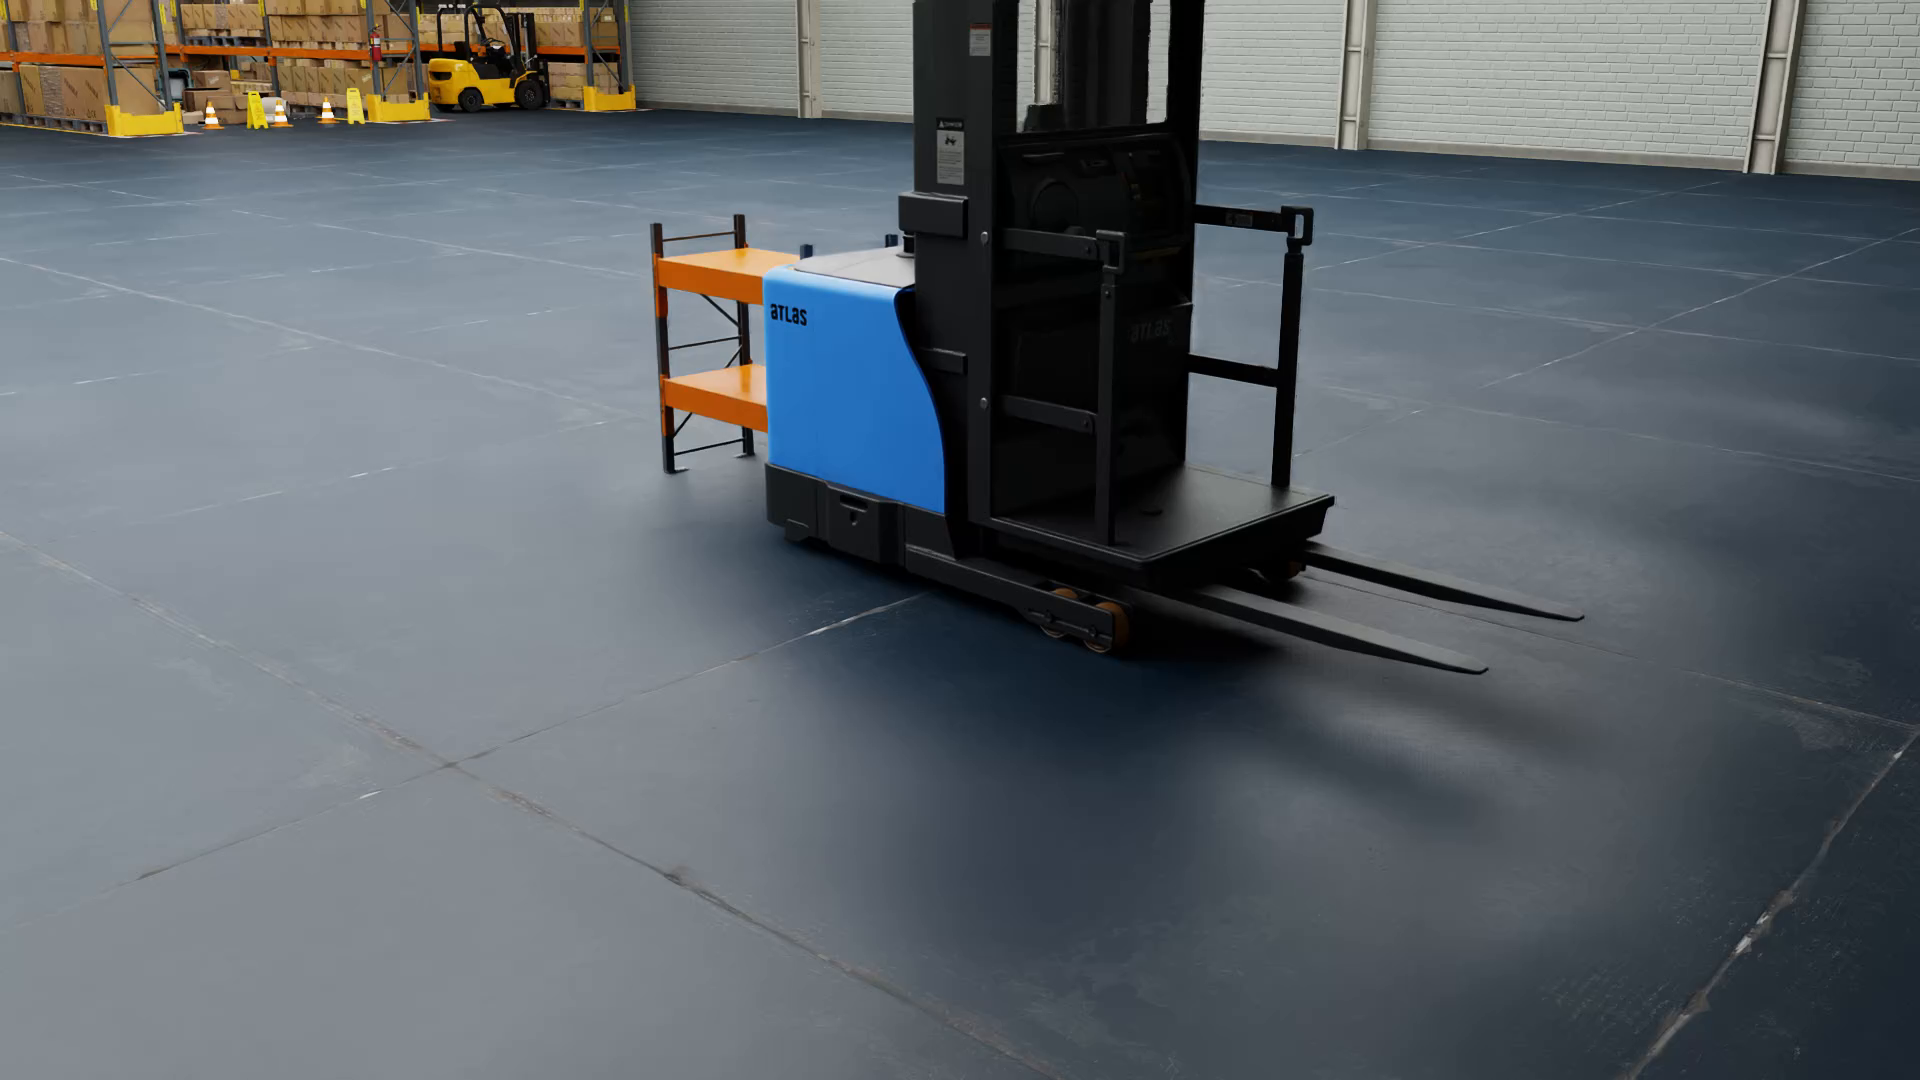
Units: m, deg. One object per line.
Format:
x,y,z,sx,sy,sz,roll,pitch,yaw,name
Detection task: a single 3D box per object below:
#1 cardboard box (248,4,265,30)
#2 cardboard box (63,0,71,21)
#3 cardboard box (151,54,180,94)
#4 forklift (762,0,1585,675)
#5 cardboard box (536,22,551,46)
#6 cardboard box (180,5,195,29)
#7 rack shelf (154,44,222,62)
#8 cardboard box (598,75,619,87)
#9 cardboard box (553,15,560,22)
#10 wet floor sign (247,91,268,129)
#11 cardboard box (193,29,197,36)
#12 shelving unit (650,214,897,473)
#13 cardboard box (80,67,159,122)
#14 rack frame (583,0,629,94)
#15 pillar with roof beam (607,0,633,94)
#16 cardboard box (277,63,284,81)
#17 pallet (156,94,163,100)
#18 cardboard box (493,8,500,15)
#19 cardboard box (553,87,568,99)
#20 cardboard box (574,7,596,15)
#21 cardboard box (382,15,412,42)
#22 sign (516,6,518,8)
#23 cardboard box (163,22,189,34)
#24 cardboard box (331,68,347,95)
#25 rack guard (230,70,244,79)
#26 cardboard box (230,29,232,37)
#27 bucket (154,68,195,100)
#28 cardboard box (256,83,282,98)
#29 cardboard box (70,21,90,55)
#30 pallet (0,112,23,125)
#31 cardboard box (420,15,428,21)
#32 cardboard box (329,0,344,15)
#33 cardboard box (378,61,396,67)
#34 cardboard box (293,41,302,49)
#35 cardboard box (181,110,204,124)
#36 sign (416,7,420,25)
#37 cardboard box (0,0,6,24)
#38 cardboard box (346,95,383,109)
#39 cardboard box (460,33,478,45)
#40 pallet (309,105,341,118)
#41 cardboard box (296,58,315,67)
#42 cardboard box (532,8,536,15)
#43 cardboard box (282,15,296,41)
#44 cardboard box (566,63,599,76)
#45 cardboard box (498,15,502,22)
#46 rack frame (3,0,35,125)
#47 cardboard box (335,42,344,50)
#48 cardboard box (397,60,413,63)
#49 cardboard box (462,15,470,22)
-14.325,-10.813,34.373,0.500,0.500,0.500,15,23,38,cardboard box
-15.098,-9.341,29.054,0.550,0.550,0.875,15,23,39,cardboard box
-17.944,-10.710,38.220,0.875,0.875,0.875,15,23,40,cardboard box
0.628,-1.203,5.557,3.031,2.935,1.130,17,24,42,forklift
-8.851,-10.999,36.146,0.500,0.500,0.500,14,23,38,cardboard box
-16.636,-11.432,36.325,0.500,0.500,0.500,14,22,38,cardboard box
-18.315,-11.244,38.272,4.000,0.370,1.077,15,23,39,rack shelf
-7.757,-9.972,36.100,0.500,0.250,0.500,16,23,40,cardboard box
-8.531,-11.229,35.797,0.250,0.149,0.380,15,23,39,cardboard box
-12.709,-7.759,29.993,0.232,0.644,0.267,11,20,30,wet floor sign
-16.510,-11.094,36.332,0.250,0.149,0.380,13,22,36,cardboard box
-0.806,-0.787,7.232,1.048,1.125,0.538,17,24,42,shelving unit
-14.596,-7.748,28.884,0.875,0.875,0.875,15,23,40,cardboard box
-7.543,-10.703,35.378,0.127,3.000,1.000,15,23,39,rack frame
-10.323,-12.932,32.484,0.400,9.000,9.100,15,23,39,pillar with roof beam
-17.726,-12.391,44.135,0.500,0.500,0.700,14,22,37,cardboard box
-18.267,-10.277,38.644,1.213,0.211,1.003,15,23,39,pallet
-10.226,-11.846,37.249,0.250,0.149,0.380,15,23,40,cardboard box
-8.470,-9.717,36.124,0.500,0.250,0.500,15,23,39,cardboard box
-7.951,-11.226,35.296,0.250,0.149,0.380,15,23,39,cardboard box
-11.005,-9.927,32.274,0.500,0.500,0.500,15,23,38,cardboard box
-10.168,-12.082,38.162,0.005,0.325,0.100,15,23,39,sign
-17.350,-11.392,36.971,0.500,0.250,0.500,15,23,39,cardboard box
-12.000,-9.032,32.725,0.500,0.500,0.500,16,24,41,cardboard box
-19.453,-12.709,45.831,0.348,0.500,1.175,15,23,39,rack guard
-15.277,-10.788,35.366,0.250,0.149,0.380,14,22,37,cardboard box
-15.405,-8.901,32.597,0.726,0.611,0.620,-9,10,-27,bucket
-14.221,-9.435,35.032,0.625,0.372,0.950,15,23,40,cardboard box
-14.779,-8.680,28.756,0.550,0.550,0.875,15,23,39,cardboard box
-17.664,-8.051,31.631,1.213,0.211,1.003,15,23,39,pallet
-12.511,-12.279,39.105,0.250,0.149,0.380,16,23,40,cardboard box
-11.736,-10.402,32.119,0.500,0.500,0.700,15,23,40,cardboard box
-14.064,-11.669,40.788,0.250,0.149,0.380,14,22,37,cardboard box
-13.200,-9.984,33.527,0.250,0.149,0.380,16,24,41,cardboard box
-14.529,-8.011,31.414,0.396,0.266,0.258,-13,22,-36,cardboard box
-10.475,-10.115,32.093,0.005,0.325,0.100,15,23,39,sign
-17.412,-9.865,30.918,0.500,0.500,0.700,15,23,38,cardboard box
-11.636,-8.575,32.524,0.500,0.250,0.500,15,23,39,cardboard box
-11.085,-11.477,38.064,0.500,0.250,0.500,16,23,40,cardboard box
-12.384,-8.681,33.618,1.213,0.211,1.003,15,23,39,pallet
-13.126,-9.618,33.497,0.250,0.149,0.380,16,24,41,cardboard box
-9.102,-11.533,36.262,0.250,0.149,0.380,15,23,40,cardboard box
-13.292,-10.325,33.529,0.500,0.500,0.500,15,23,39,cardboard box
-8.095,-10.091,35.648,0.500,0.250,0.500,16,24,41,cardboard box
-10.063,-11.642,37.098,0.250,0.149,0.380,15,23,39,cardboard box
-17.037,-9.242,30.775,0.127,3.000,1.000,15,23,39,rack frame
-11.910,-9.613,32.359,0.250,0.149,0.380,16,23,40,cardboard box
-13.710,-11.802,41.208,0.250,0.149,0.380,17,24,42,cardboard box
-11.143,-11.929,38.003,0.250,0.149,0.380,15,23,38,cardboard box
